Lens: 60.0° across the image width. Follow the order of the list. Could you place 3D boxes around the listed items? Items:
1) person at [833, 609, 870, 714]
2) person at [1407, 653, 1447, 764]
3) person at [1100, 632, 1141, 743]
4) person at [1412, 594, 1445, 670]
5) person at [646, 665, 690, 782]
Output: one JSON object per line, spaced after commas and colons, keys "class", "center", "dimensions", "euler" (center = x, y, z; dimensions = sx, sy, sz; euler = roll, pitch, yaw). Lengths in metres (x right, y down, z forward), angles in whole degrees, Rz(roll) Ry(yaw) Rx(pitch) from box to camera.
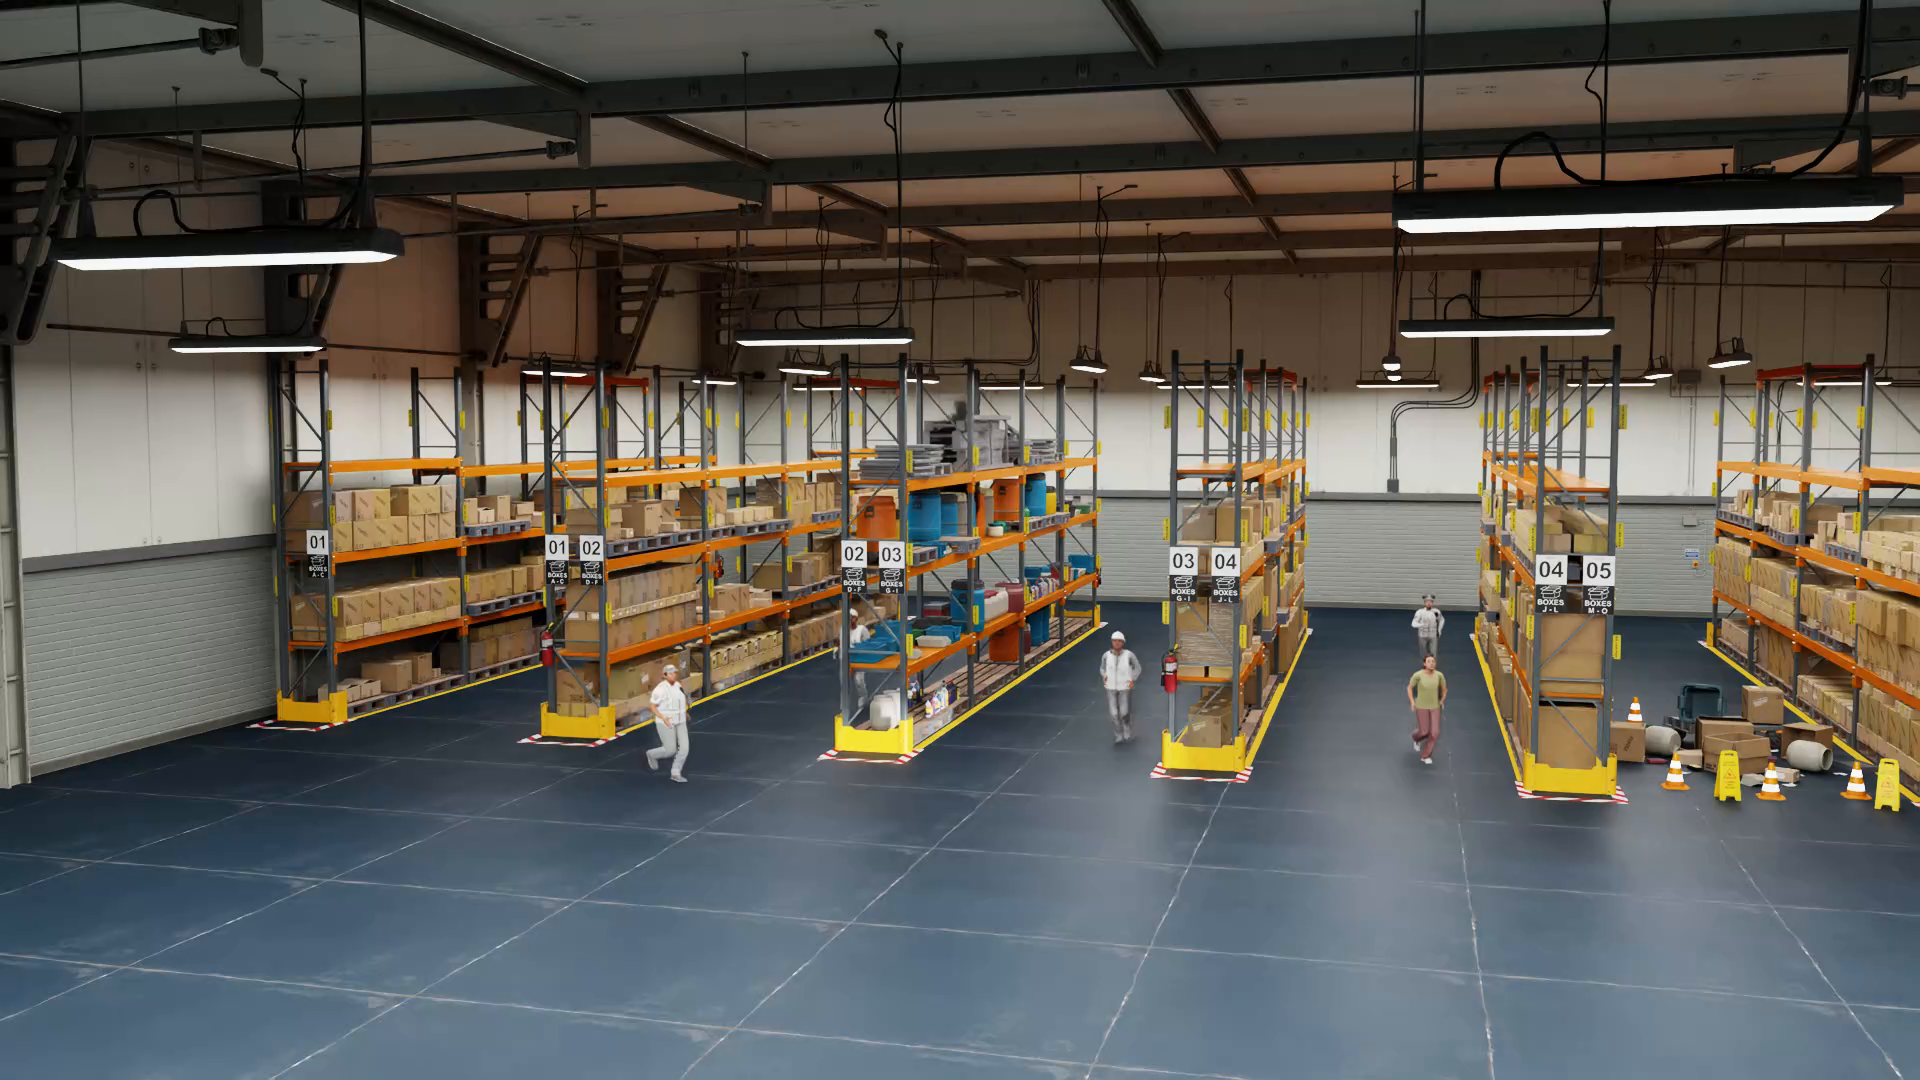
{"class": "person", "center": [-1.840, 2.051, 28.250], "dimensions": [0.674, 1.764, 1.002], "euler": [1, 4, 9]}
{"class": "person", "center": [6.839, 2.451, 24.356], "dimensions": [0.571, 1.618, 0.584], "euler": [0, 4, 1]}
{"class": "person", "center": [2.444, 2.284, 25.669], "dimensions": [0.635, 1.727, 0.564], "euler": [1, 4, 17]}
{"class": "person", "center": [8.856, 1.860, 31.442], "dimensions": [0.610, 1.683, 0.910], "euler": [1, 4, 12]}
{"class": "person", "center": [-4.041, 2.535, 23.115], "dimensions": [0.643, 1.625, 0.617], "euler": [3, 5, 37]}
